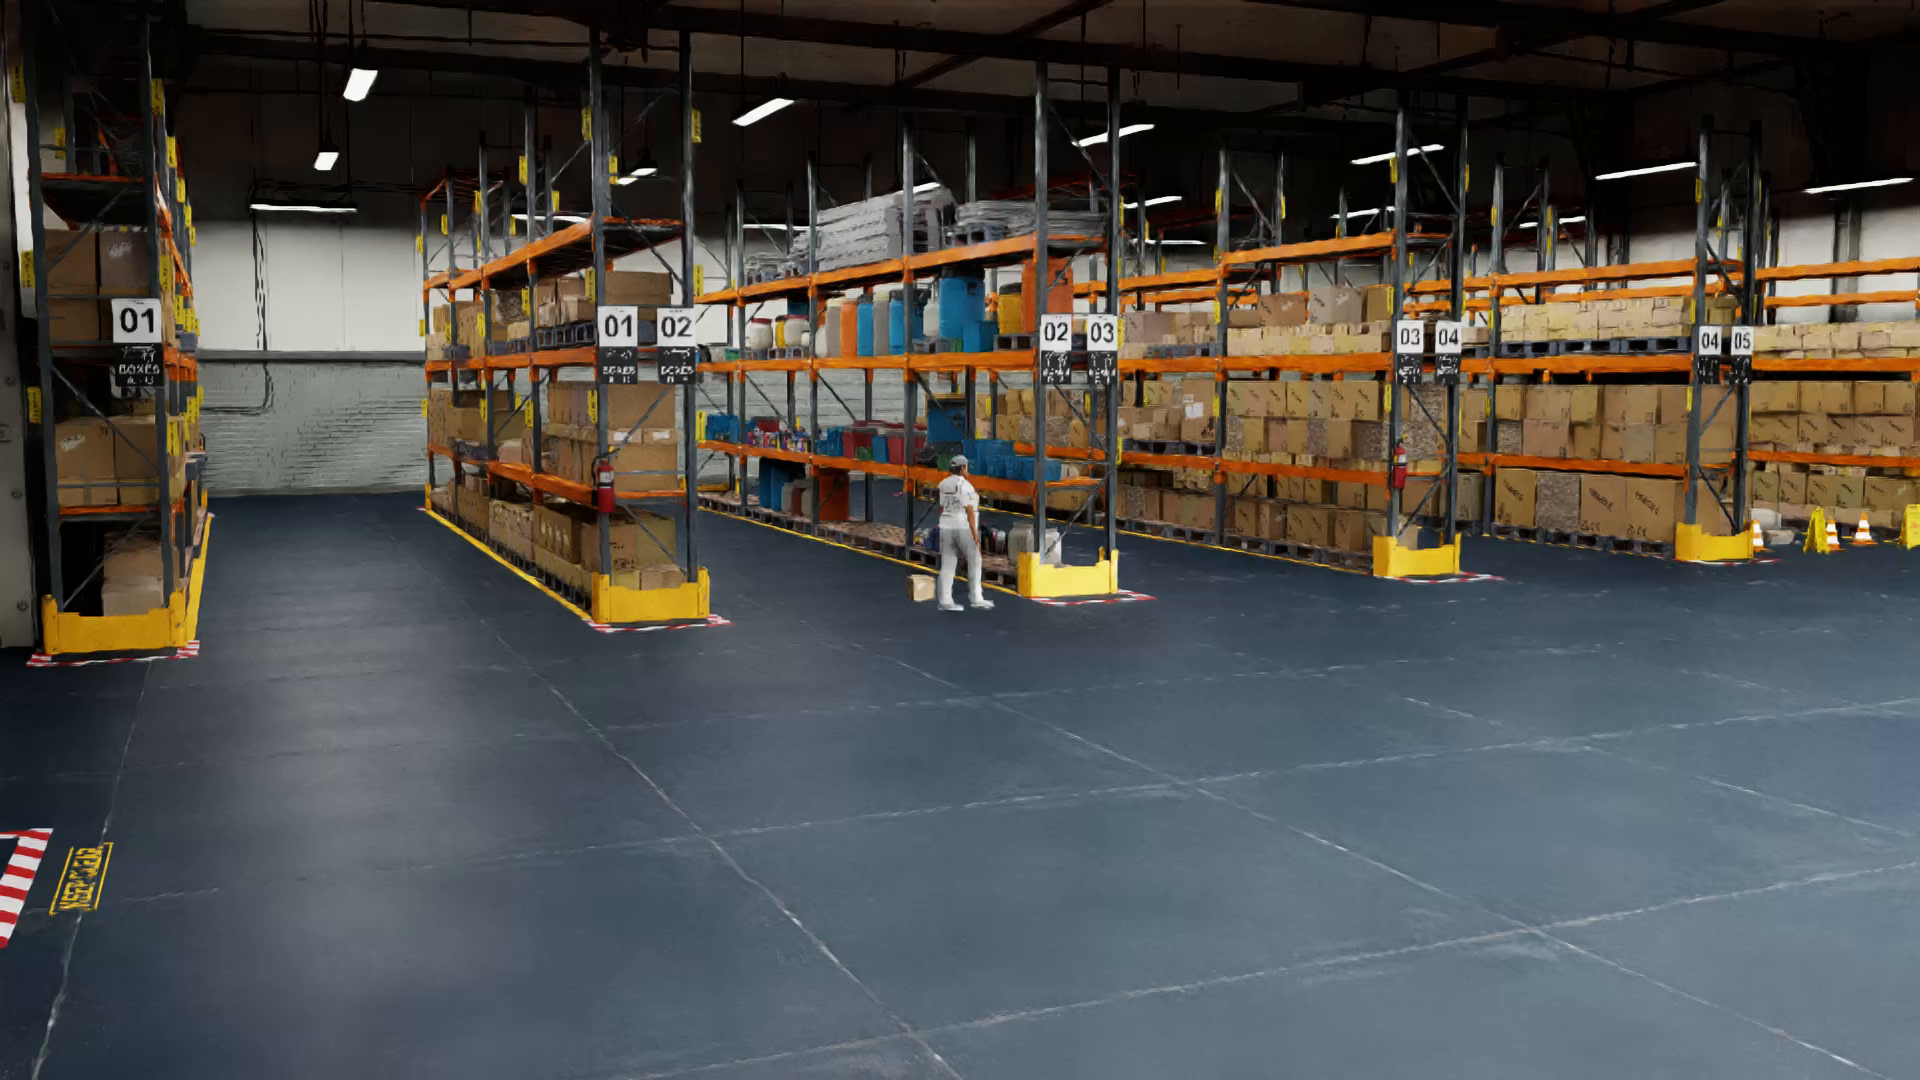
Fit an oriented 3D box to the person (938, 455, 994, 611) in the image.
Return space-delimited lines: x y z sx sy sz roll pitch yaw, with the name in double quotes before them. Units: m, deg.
"person" 0.046 -0.084 17.809 0.569 1.666 0.593 4 7 37
